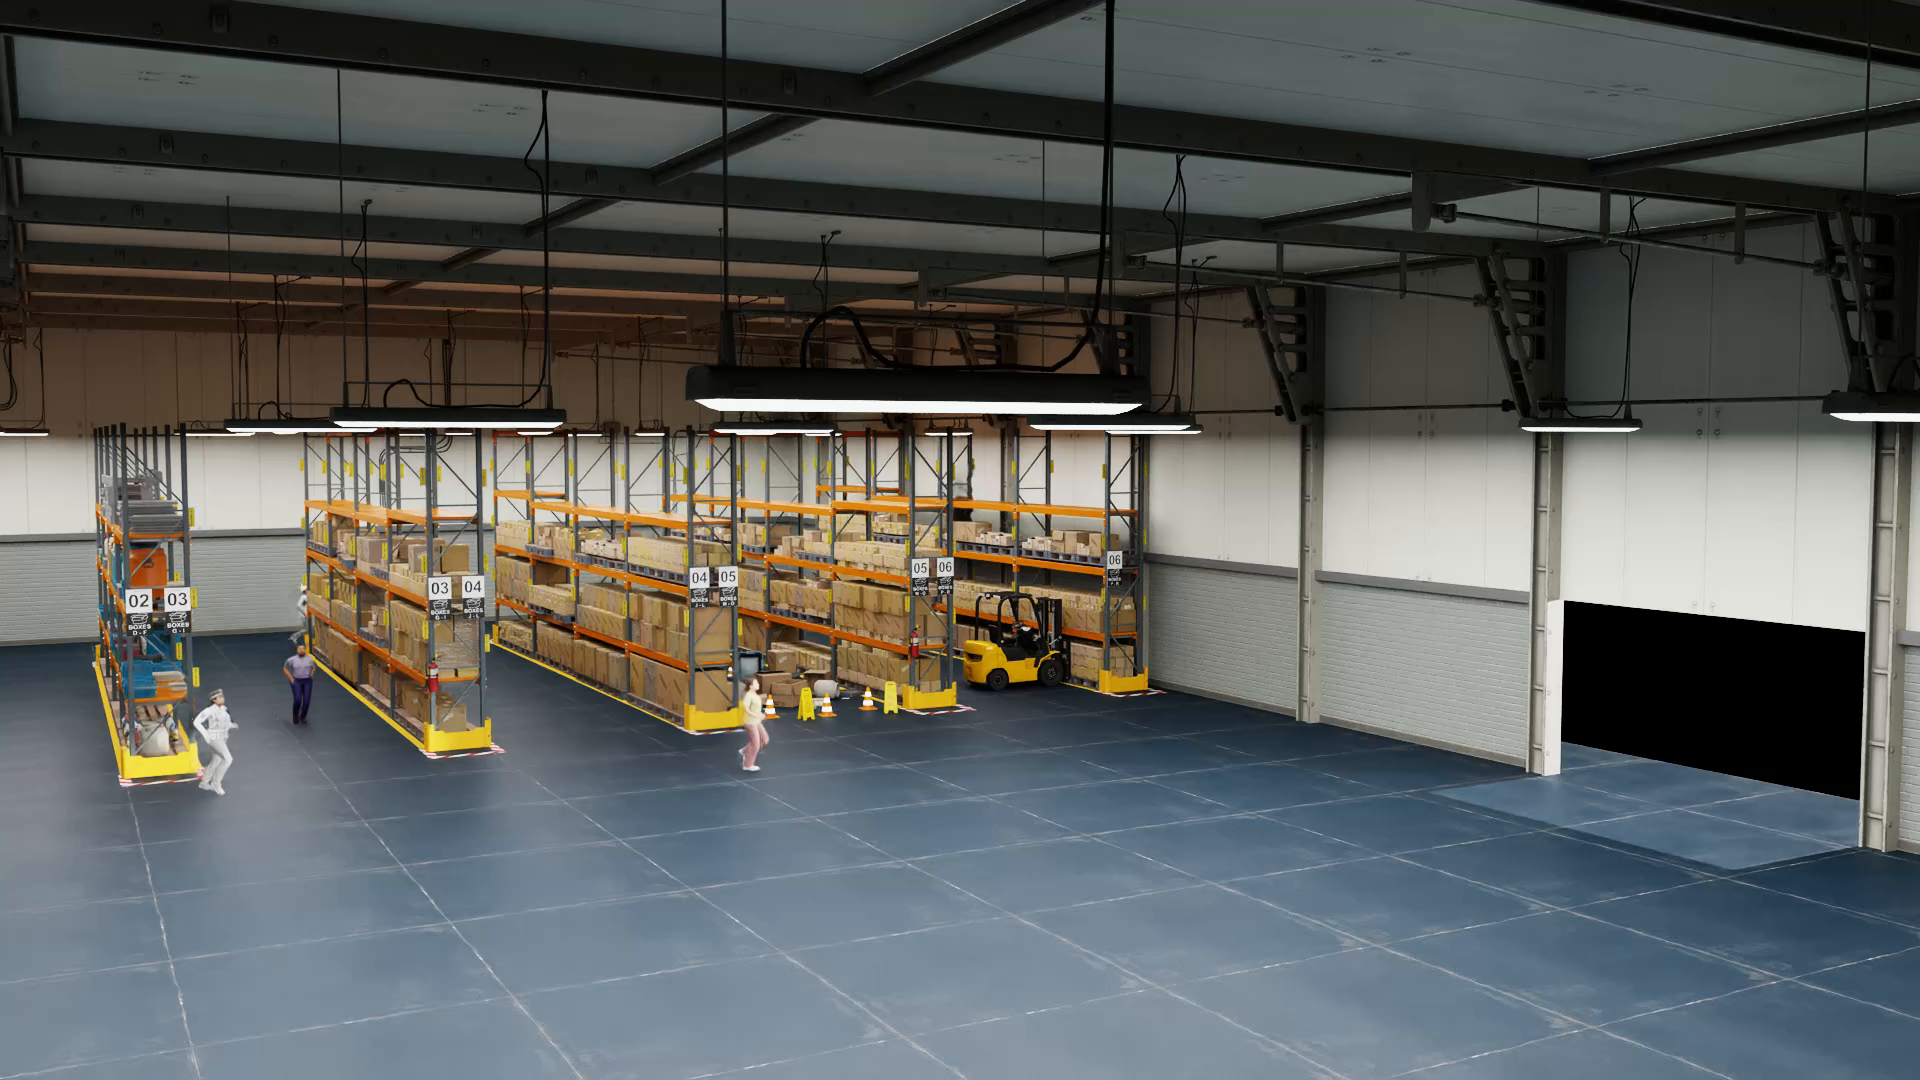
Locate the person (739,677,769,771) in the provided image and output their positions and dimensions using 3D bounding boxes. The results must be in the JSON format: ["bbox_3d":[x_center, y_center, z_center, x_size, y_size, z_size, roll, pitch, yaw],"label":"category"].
[{"bbox_3d":[-3.566,3.163,28.690,0.561,1.625,0.605,1,4,10],"label":"person"}]

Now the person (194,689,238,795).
[{"bbox_3d":[-12.007,3.256,26.894,0.691,1.708,0.588,0,3,7],"label":"person"}]

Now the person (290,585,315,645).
[{"bbox_3d":[-17.951,2.096,45.573,0.827,1.765,0.666,-1,4,-17],"label":"person"}]

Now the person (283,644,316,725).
[{"bbox_3d":[-13.176,2.895,33.302,0.591,1.618,0.567,-2,4,-36],"label":"person"}]
